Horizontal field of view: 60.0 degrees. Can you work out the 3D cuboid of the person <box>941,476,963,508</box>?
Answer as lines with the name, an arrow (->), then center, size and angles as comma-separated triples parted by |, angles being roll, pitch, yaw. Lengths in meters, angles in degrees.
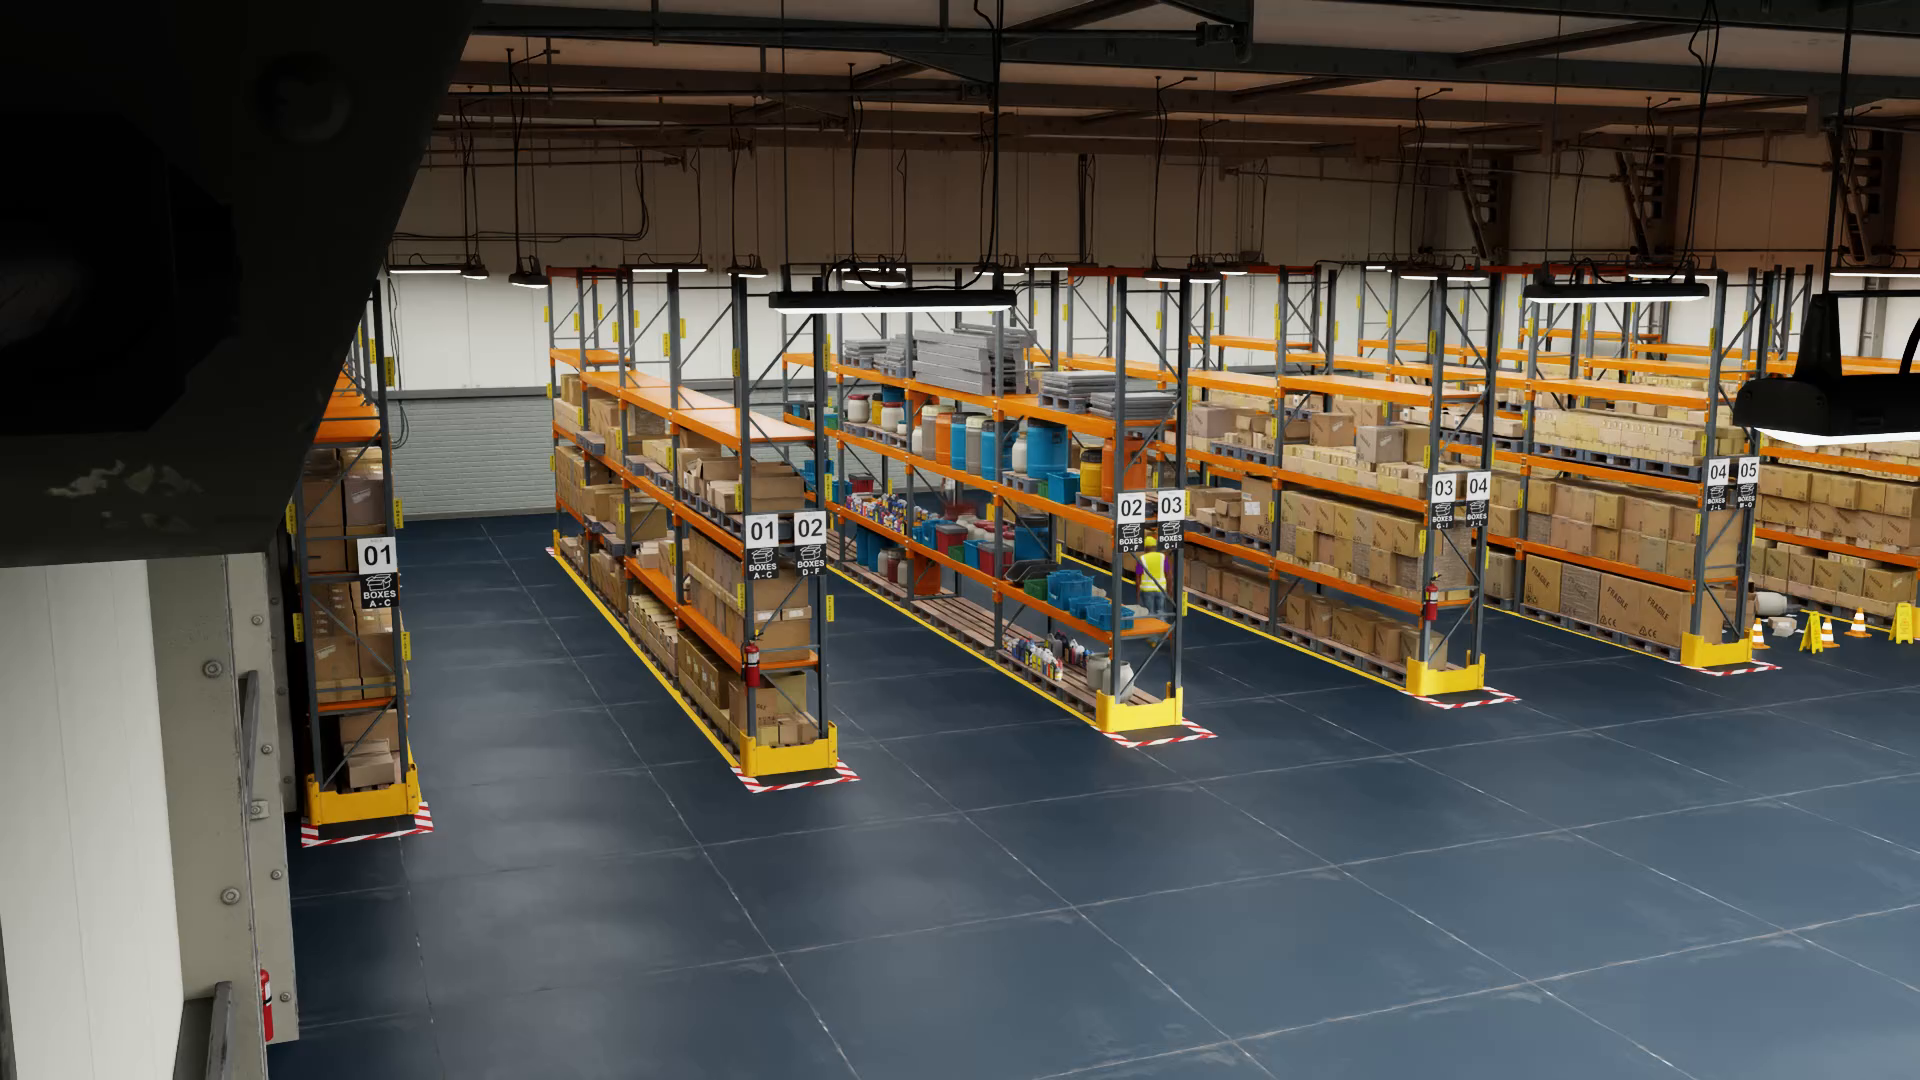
person -> -0.181, -1.199, 38.694 | 0.479, 1.608, 1.022 | 2, 10, 11

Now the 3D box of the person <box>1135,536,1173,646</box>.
person -> 3.118, 0.820, 26.842 | 0.618, 1.753, 0.518 | -2, 10, -9
